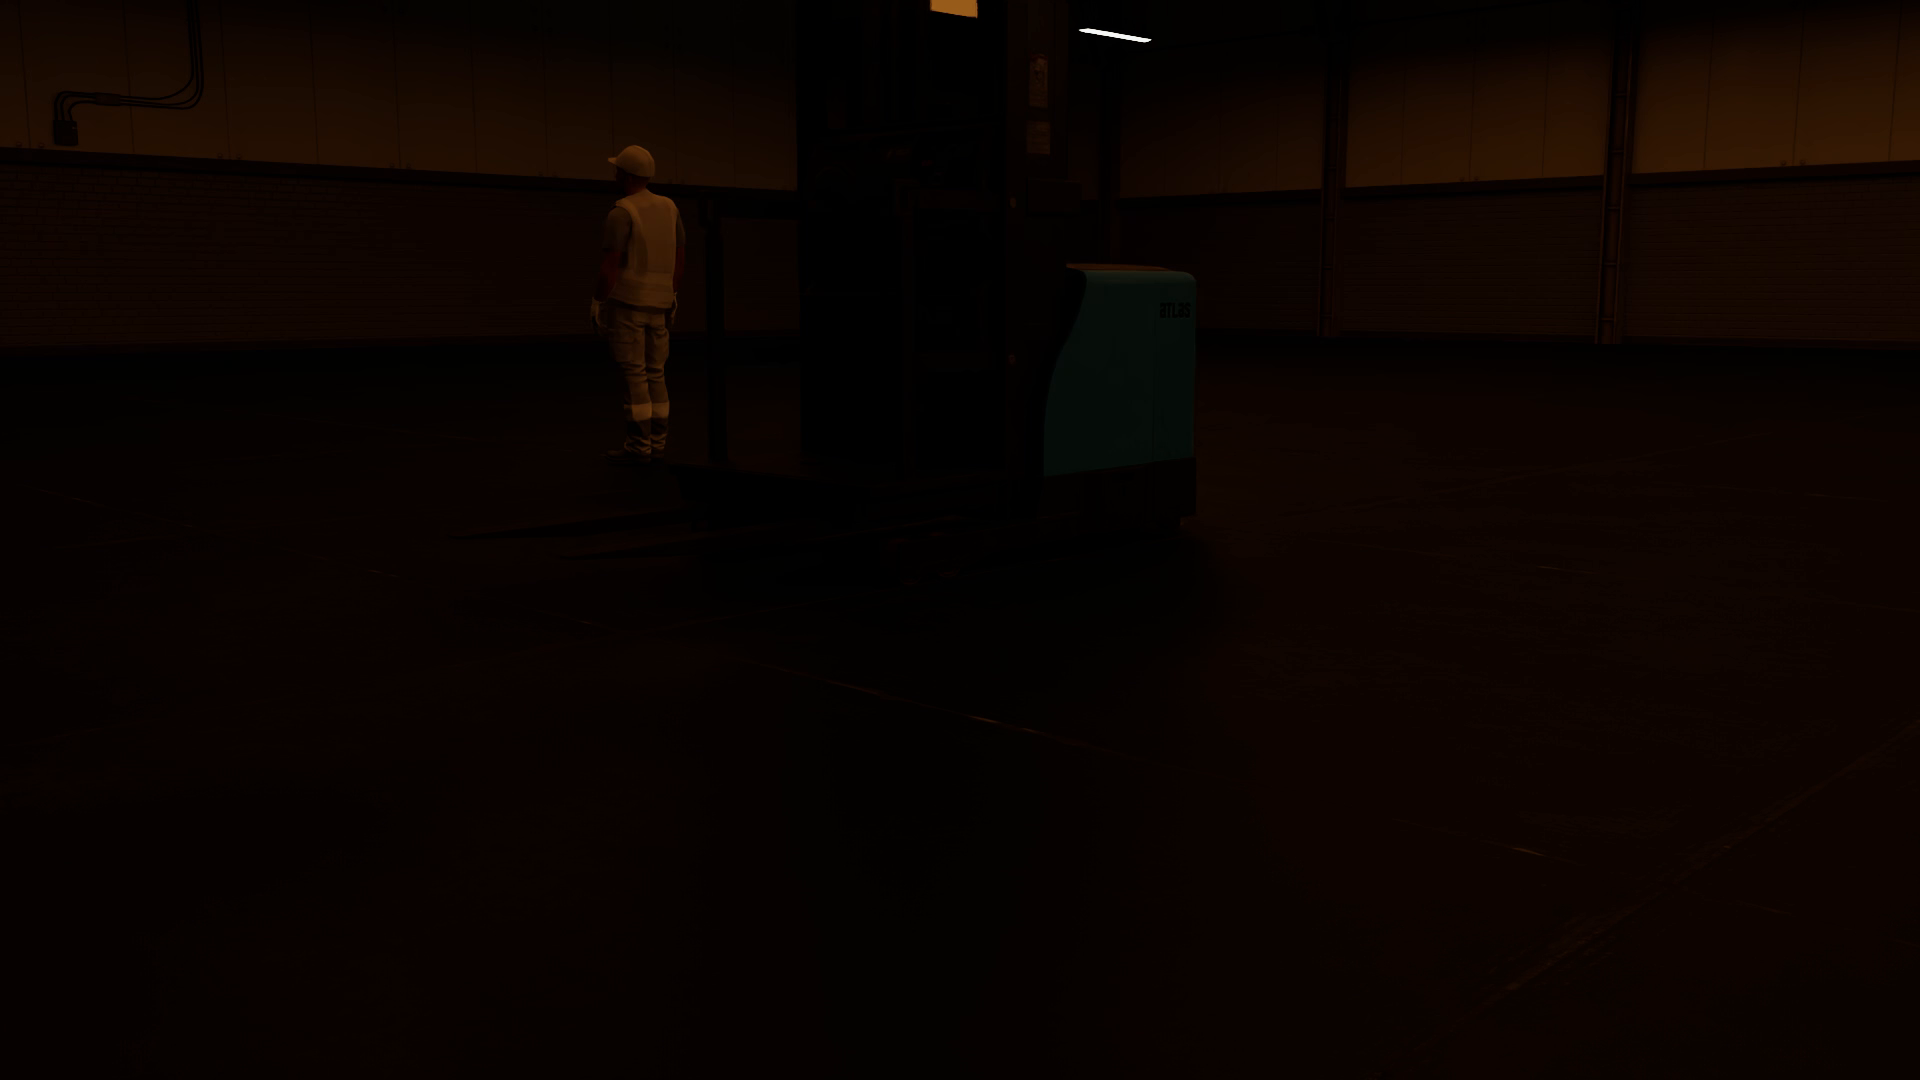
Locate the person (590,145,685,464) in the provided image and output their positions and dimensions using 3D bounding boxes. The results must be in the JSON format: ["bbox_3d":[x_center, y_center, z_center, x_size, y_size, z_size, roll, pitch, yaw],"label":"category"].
[{"bbox_3d":[-1.889,-1.332,9.507,0.564,1.787,0.637,6,10,35],"label":"person"}]

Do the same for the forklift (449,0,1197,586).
[{"bbox_3d":[-0.374,-1.377,6.017,1.130,2.935,3.031,8,11,42],"label":"forklift"}]
